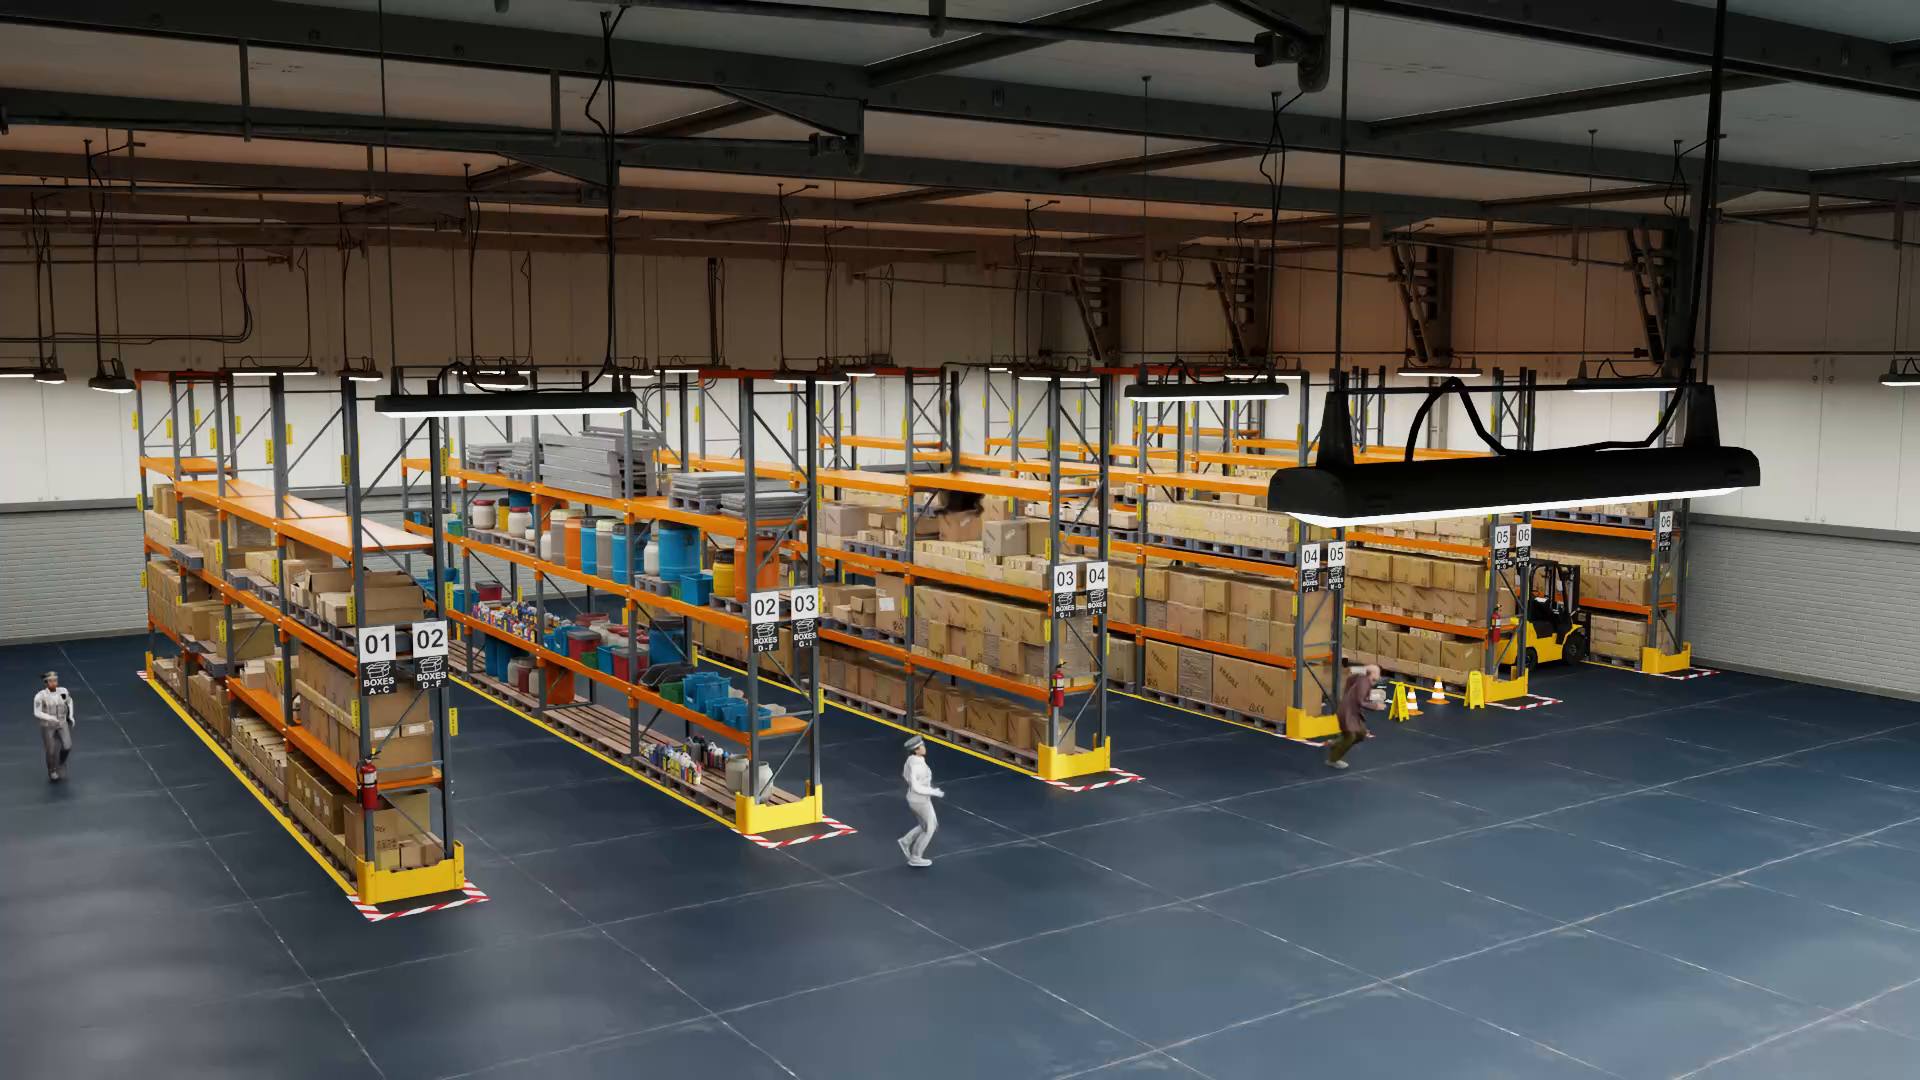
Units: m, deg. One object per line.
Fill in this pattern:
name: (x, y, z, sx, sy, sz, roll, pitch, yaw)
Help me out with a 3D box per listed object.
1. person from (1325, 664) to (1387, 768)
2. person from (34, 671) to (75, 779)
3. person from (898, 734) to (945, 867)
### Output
person: (6.052, 2.674, 25.392, 0.904, 1.606, 0.738, 2, 7, 14)
person: (-13.330, 2.735, 24.529, 0.586, 1.649, 0.690, -6, 9, -43)
person: (-0.460, 3.201, 20.487, 0.517, 1.650, 0.610, -1, 6, -6)
